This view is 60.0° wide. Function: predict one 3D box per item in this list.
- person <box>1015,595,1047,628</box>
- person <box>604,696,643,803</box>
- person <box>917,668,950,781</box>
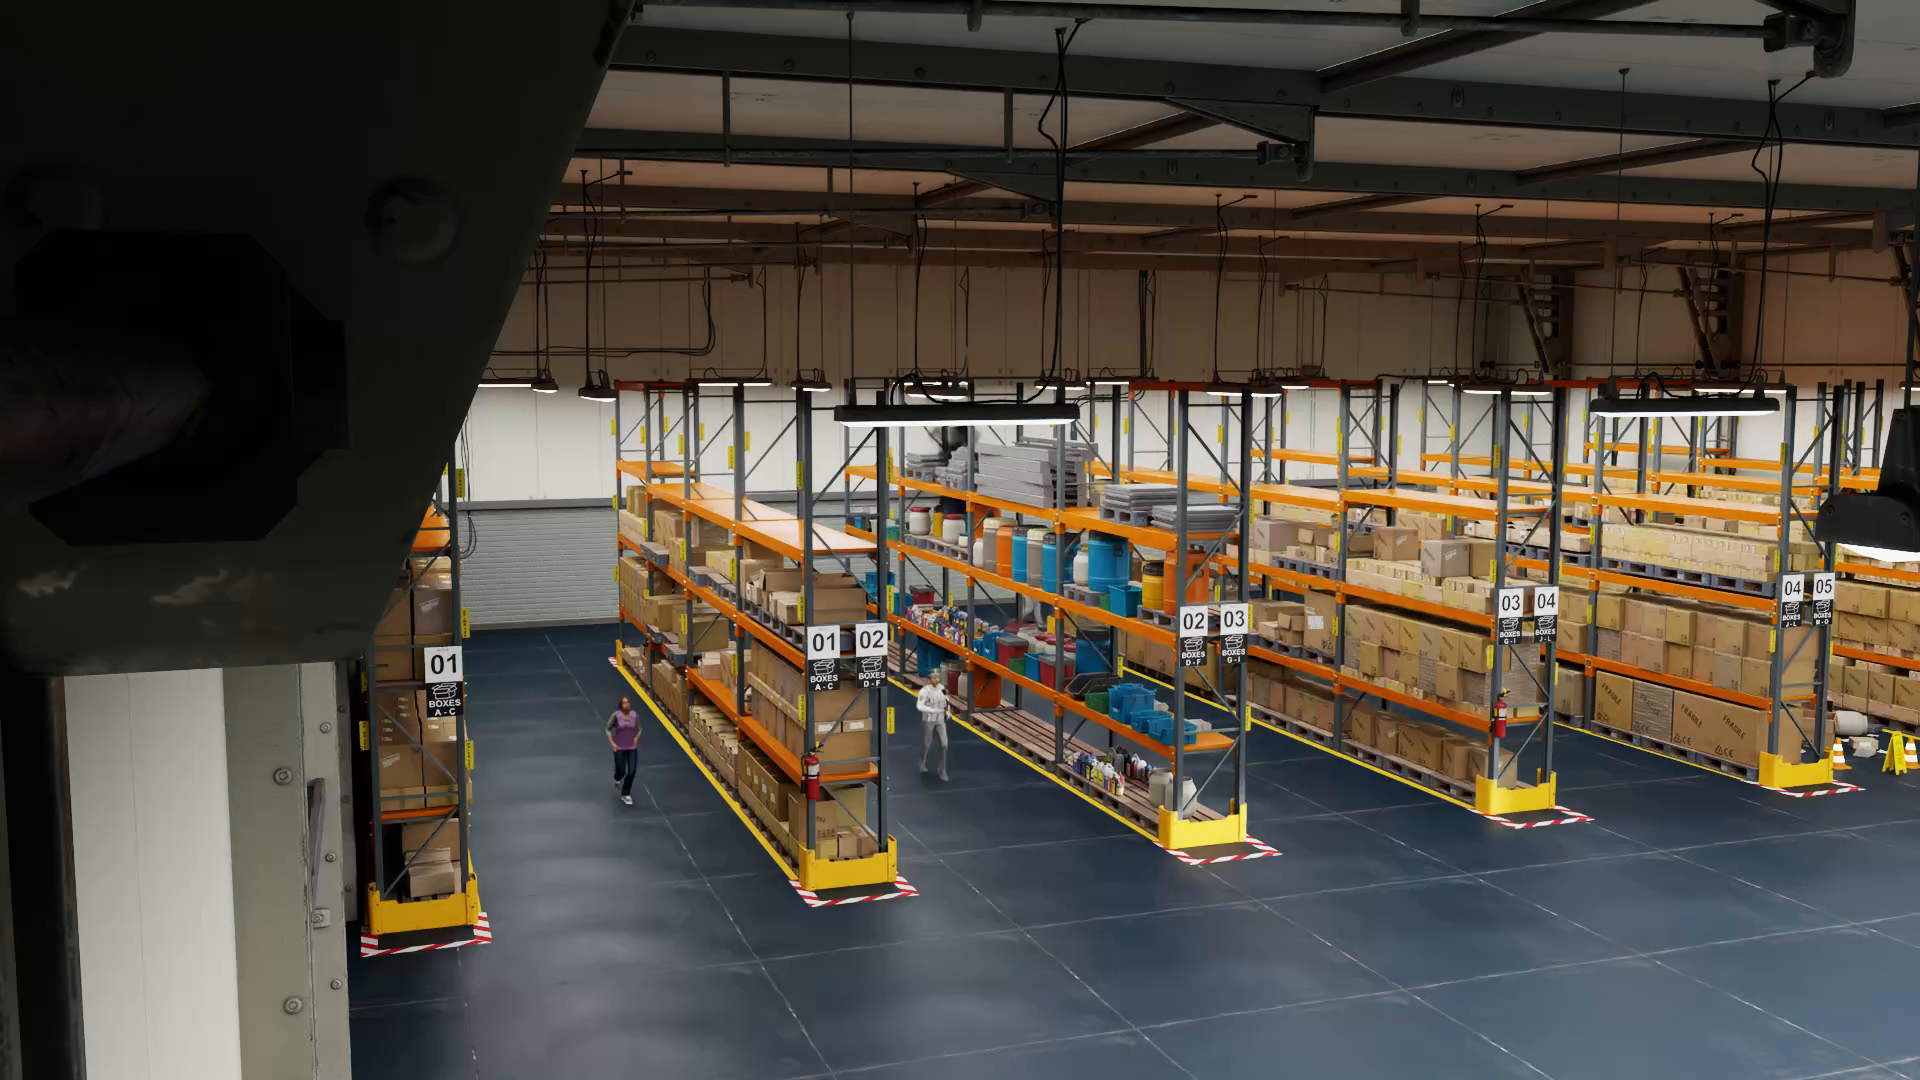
[{"bbox_3d":[1.705,1.239,39.552,0.921,1.781,0.661,-1,6,-8],"label":"person"},{"bbox_3d":[-4.858,3.023,24.086,0.542,1.561,0.570,-3,7,-23],"label":"person"},{"bbox_3d":[-0.403,2.815,25.473,0.631,1.770,0.739,-3,7,-28],"label":"person"}]
